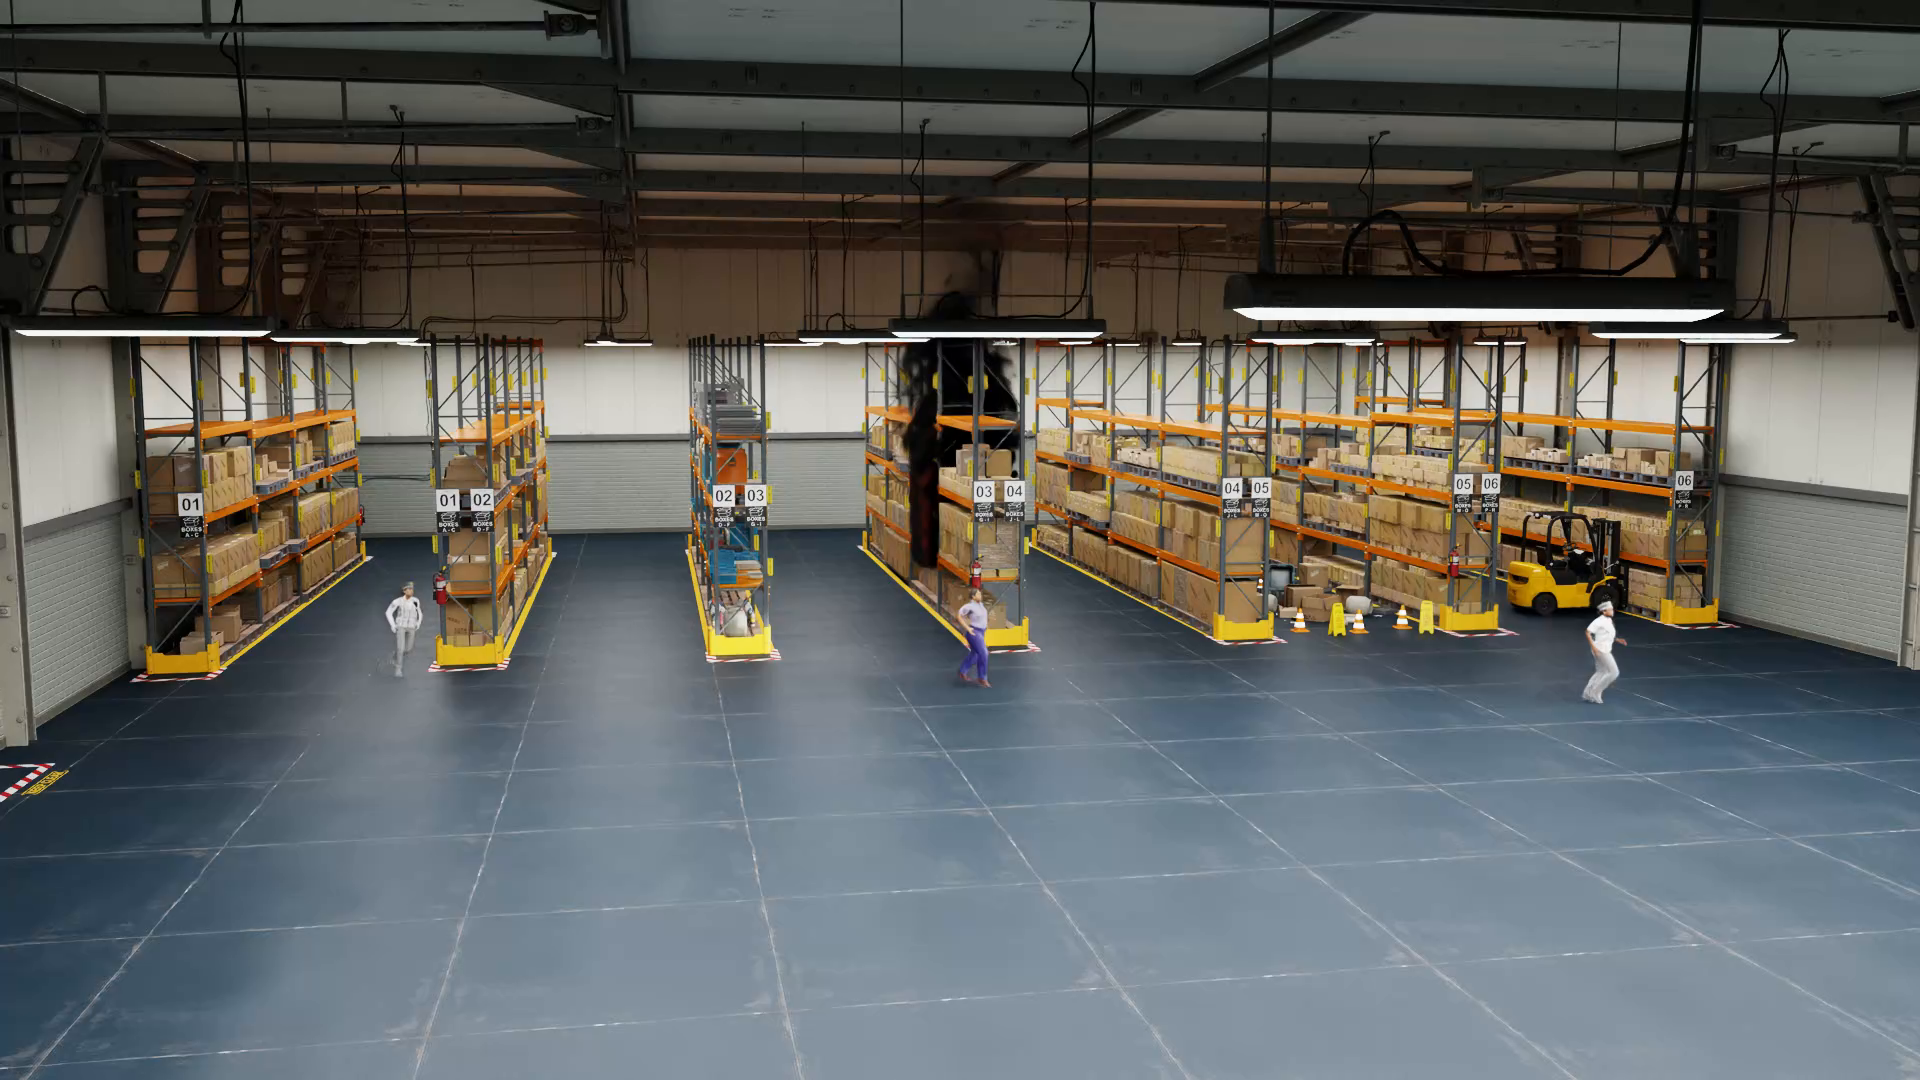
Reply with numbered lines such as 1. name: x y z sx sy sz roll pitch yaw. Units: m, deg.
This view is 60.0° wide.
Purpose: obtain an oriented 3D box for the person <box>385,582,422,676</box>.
1. person: -9.862 1.554 29.522 0.657 1.646 0.600 -6 9 -40

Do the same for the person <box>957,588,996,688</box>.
1. person: 0.257 1.671 28.376 0.729 1.692 0.587 2 7 21

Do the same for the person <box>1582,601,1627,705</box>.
1. person: 10.445 1.818 26.925 0.638 1.683 0.578 4 8 30
